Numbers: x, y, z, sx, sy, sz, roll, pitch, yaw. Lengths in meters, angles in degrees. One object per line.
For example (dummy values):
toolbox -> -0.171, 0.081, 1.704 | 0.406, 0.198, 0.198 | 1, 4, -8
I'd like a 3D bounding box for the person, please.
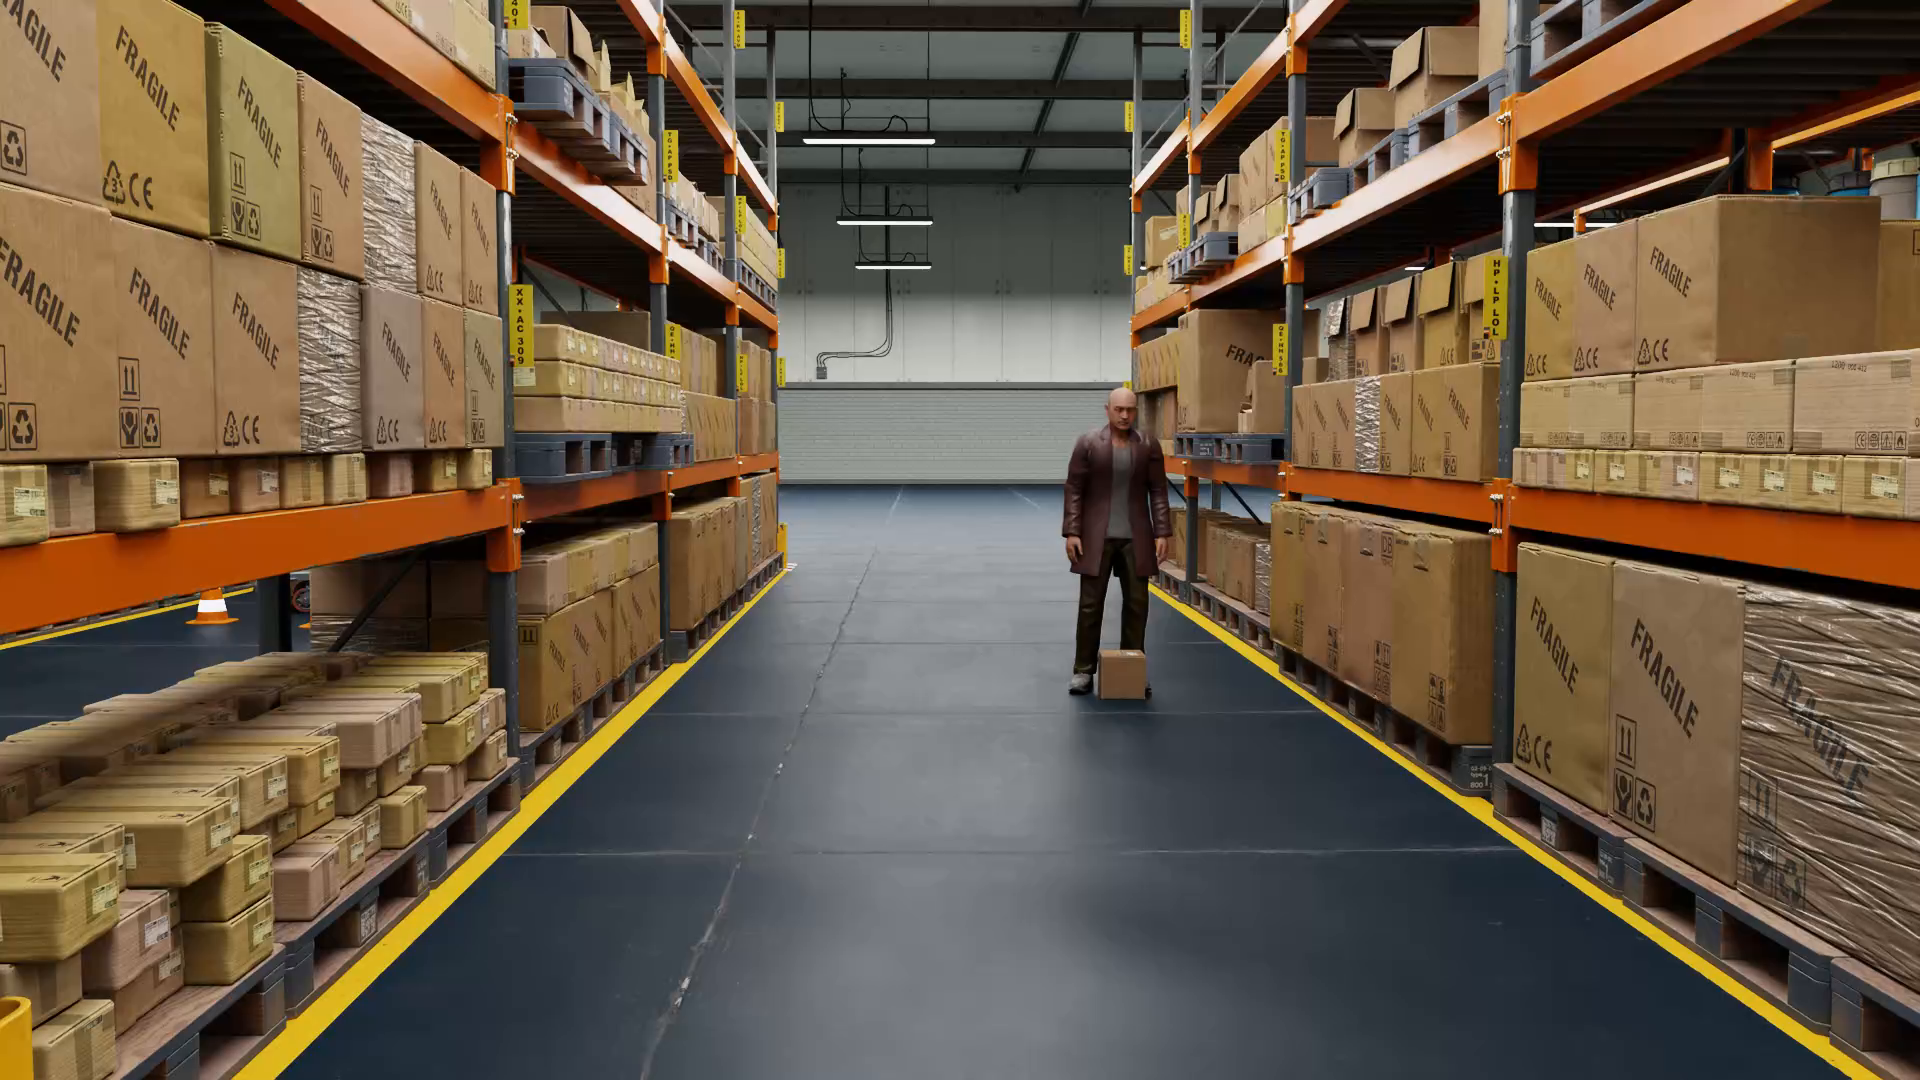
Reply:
person -> 0.921, -0.004, 9.759 | 0.656, 1.774, 0.416 | 0, 4, -3
